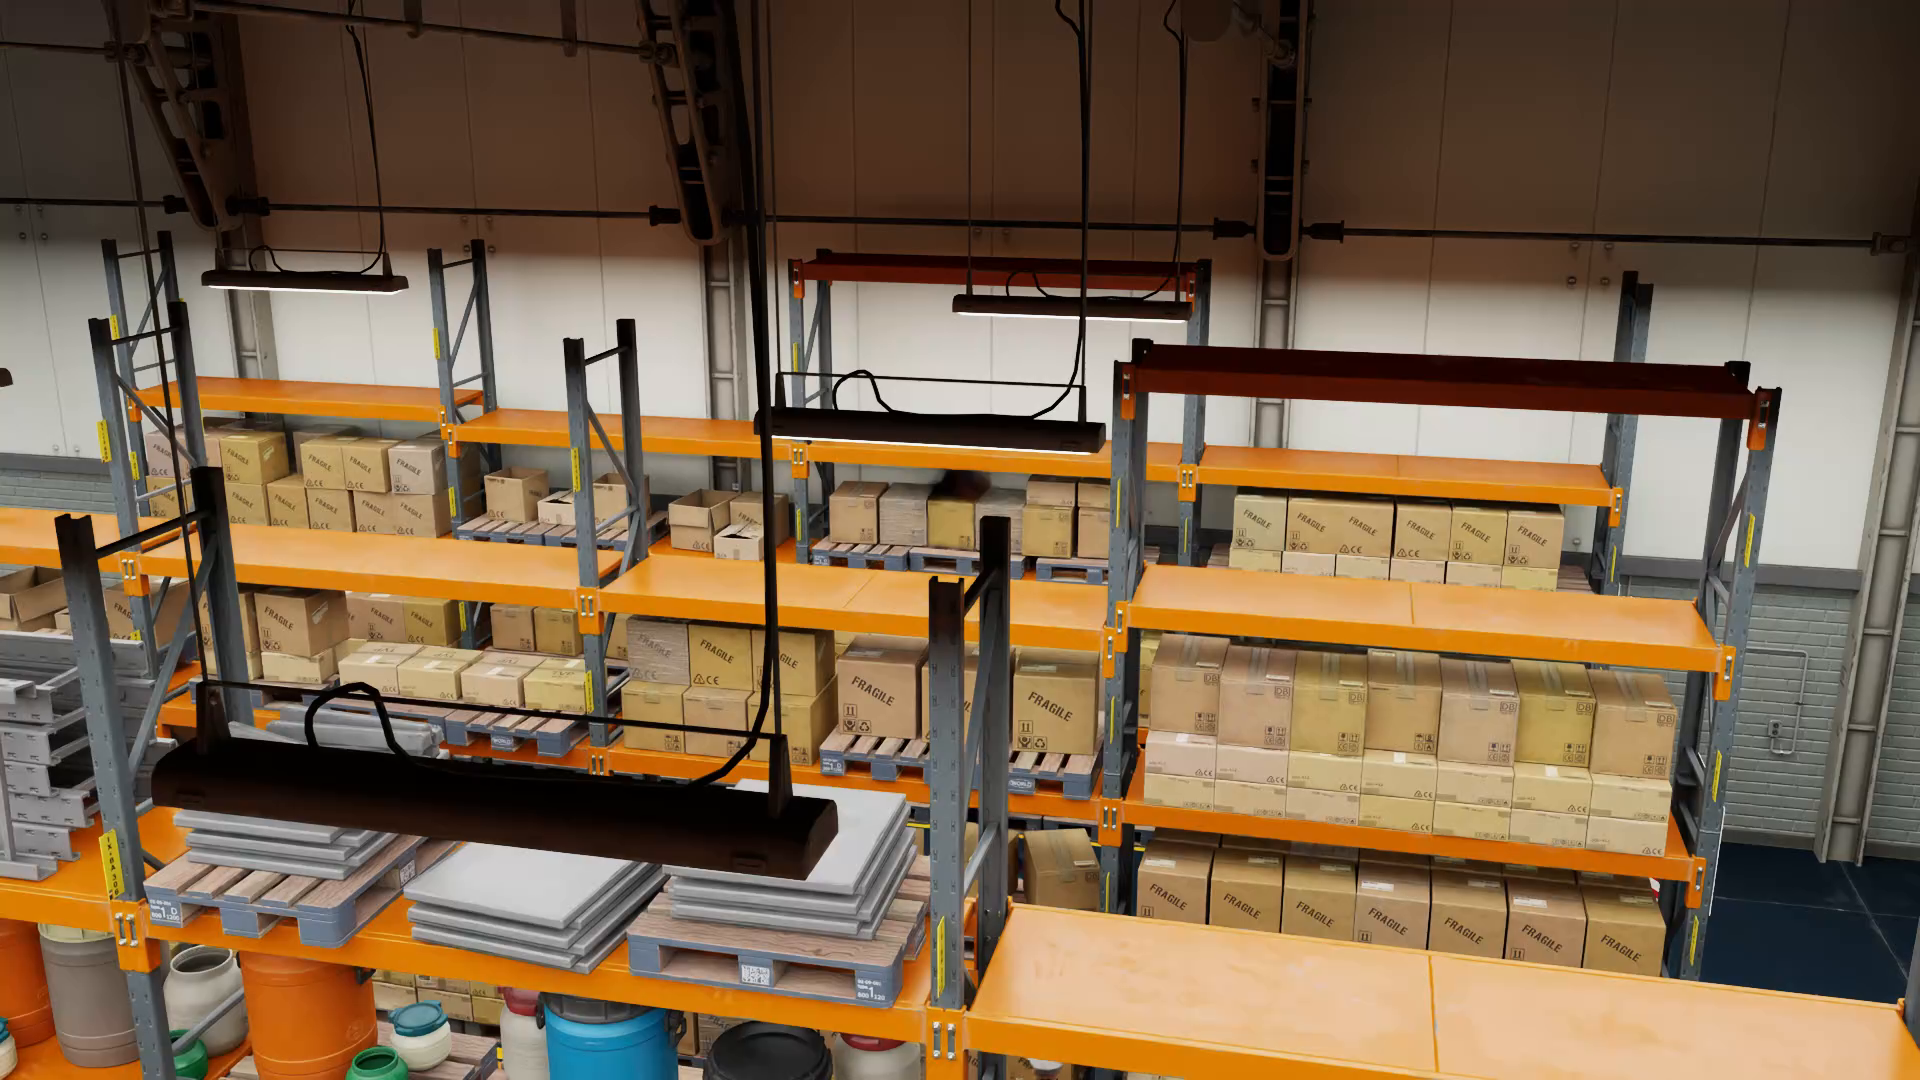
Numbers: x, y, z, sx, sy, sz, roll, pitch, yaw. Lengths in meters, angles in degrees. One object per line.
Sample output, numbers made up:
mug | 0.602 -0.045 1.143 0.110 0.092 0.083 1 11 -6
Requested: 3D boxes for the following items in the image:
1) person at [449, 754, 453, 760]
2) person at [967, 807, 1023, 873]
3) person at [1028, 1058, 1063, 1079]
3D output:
person | -4.900 2.701 15.975 0.629 1.767 0.407 -1 16 -3
person | 0.189 2.552 16.134 0.866 1.578 0.475 1 16 3
person | 0.545 4.147 11.044 0.549 1.765 0.429 9 18 27
